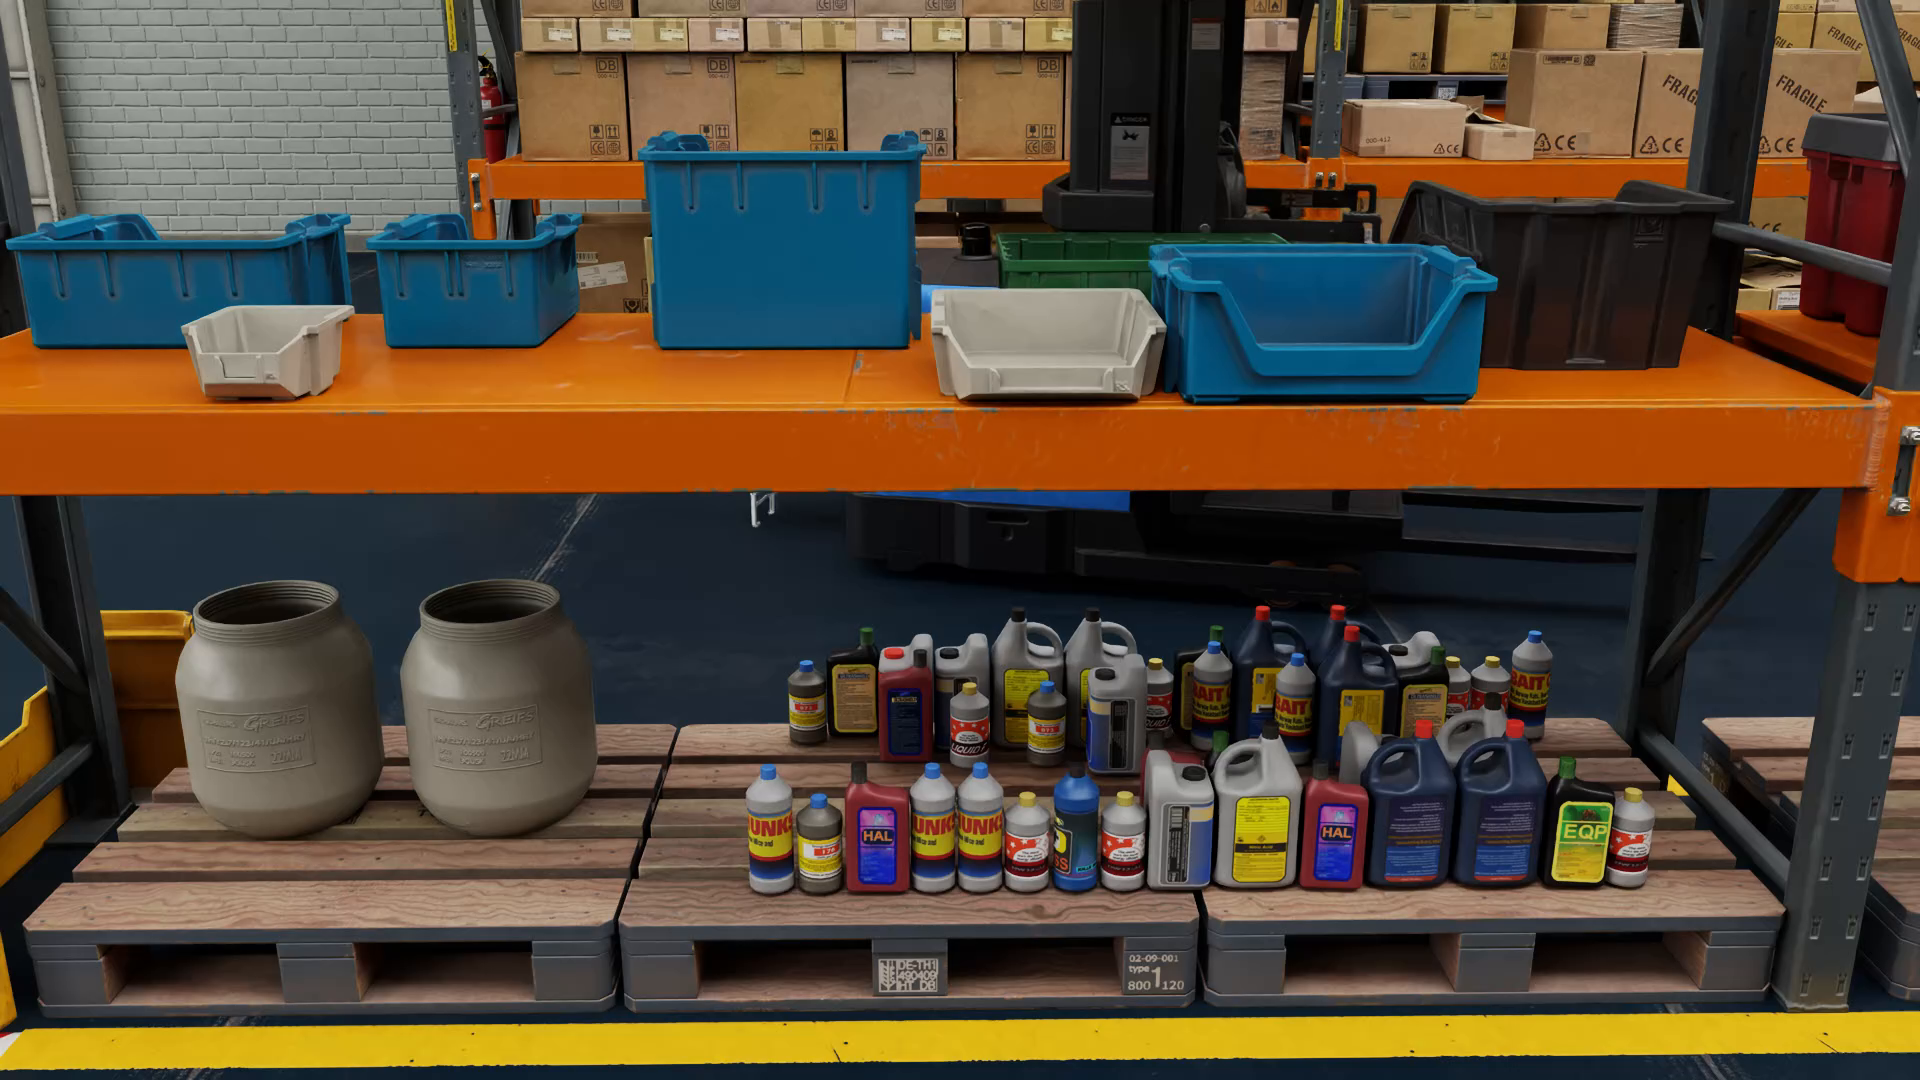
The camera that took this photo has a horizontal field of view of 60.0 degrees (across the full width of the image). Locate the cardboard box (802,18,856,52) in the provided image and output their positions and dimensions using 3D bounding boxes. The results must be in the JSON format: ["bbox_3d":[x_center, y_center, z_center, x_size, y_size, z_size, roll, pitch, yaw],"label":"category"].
[{"bbox_3d":[-0.609,-2.387,7.851,0.250,0.149,0.380,-1,18,-2],"label":"cardboard box"}]

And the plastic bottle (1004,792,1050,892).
[{"bbox_3d":[0.142,0.633,3.526,0.097,0.201,0.097,0,18,0],"label":"plastic bottle"}]

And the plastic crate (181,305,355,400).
[{"bbox_3d":[-1.318,-0.355,3.175,0.250,0.136,0.298,0,18,-1],"label":"plastic crate"}]

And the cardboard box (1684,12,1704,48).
[{"bbox_3d":[6.093,-3.920,13.174,0.500,0.500,0.500,0,18,-1],"label":"cardboard box"}]

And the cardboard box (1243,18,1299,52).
[{"bbox_3d":[1.439,-2.396,7.881,0.250,0.149,0.380,0,18,-1],"label":"cardboard box"}]

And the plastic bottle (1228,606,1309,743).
[{"bbox_3d":[0.779,0.336,4.205,0.185,0.351,0.144,-1,18,-3],"label":"plastic bottle"}]

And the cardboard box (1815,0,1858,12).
[{"bbox_3d":[6.620,-4.121,12.572,0.500,0.250,0.500,-1,18,-2],"label":"cardboard box"}]

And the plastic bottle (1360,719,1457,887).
[{"bbox_3d":[0.951,0.550,3.538,0.185,0.351,0.144,-1,18,-4],"label":"plastic bottle"}]

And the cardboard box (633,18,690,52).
[{"bbox_3d":[-1.383,-2.383,7.839,0.250,0.149,0.380,0,18,-1],"label":"cardboard box"}]

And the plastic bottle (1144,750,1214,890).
[{"bbox_3d":[0.465,0.587,3.546,0.135,0.276,0.152,0,18,0],"label":"plastic bottle"}]

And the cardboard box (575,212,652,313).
[{"bbox_3d":[-1.761,-1.428,8.676,0.500,0.500,0.500,0,18,-1],"label":"cardboard box"}]

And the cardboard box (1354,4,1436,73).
[{"bbox_3d":[3.352,-3.882,12.854,0.500,0.500,0.700,2,18,7],"label":"cardboard box"}]

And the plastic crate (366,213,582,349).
[{"bbox_3d":[-1.073,-0.599,3.747,0.408,0.251,0.499,0,18,-1],"label":"plastic crate"}]

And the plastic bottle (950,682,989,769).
[{"bbox_3d":[0.024,0.450,4.094,0.097,0.201,0.097,0,18,0],"label":"plastic bottle"}]

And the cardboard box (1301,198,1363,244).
[{"bbox_3d":[2.877,-2.665,13.317,0.500,0.500,0.700,-1,18,-2],"label":"cardboard box"}]

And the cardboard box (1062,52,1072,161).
[{"bbox_3d":[0.737,-2.145,8.161,0.500,0.500,0.700,0,18,-1],"label":"cardboard box"}]

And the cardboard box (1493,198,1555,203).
[{"bbox_3d":[4.389,-2.672,13.337,0.500,0.500,0.700,0,18,-1],"label":"cardboard box"}]

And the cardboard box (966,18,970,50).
[{"bbox_3d":[0.147,-2.513,8.246,0.250,0.149,0.380,-1,18,-2],"label":"cardboard box"}]

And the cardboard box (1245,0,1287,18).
[{"bbox_3d":[1.264,-2.768,7.977,0.500,0.500,0.700,0,18,-1],"label":"cardboard box"}]

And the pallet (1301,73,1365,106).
[{"bbox_3d":[2.392,-3.487,12.822,1.213,0.211,1.003,0,18,-1],"label":"pallet"}]

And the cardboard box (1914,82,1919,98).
[{"bbox_3d":[7.244,-3.474,12.845,0.250,0.149,0.380,0,18,0],"label":"cardboard box"}]

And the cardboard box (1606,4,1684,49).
[{"bbox_3d":[5.155,-3.890,12.881,0.500,0.500,0.700,-2,18,-7],"label":"cardboard box"}]

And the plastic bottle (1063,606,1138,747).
[{"bbox_3d":[0.354,0.338,4.198,0.185,0.351,0.144,0,18,-1],"label":"plastic bottle"}]

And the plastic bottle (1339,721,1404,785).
[{"bbox_3d":[0.923,0.541,3.690,0.135,0.276,0.152,0,18,-1],"label":"plastic bottle"}]

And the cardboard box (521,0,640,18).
[{"bbox_3d":[-1.772,-2.751,7.925,0.500,0.500,0.700,0,18,-1],"label":"cardboard box"}]

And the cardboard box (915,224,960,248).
[{"bbox_3d":[-0.253,-1.276,8.201,0.500,0.500,0.500,0,18,-1],"label":"cardboard box"}]

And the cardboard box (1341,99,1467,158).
[{"bbox_3d":[2.199,-2.051,8.275,0.500,0.250,0.500,1,18,3],"label":"cardboard box"}]

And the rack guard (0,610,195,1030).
[{"bbox_3d":[-2.142,0.601,3.855,0.348,0.500,1.175,0,18,-1],"label":"rack guard"}]

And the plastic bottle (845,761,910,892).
[{"bbox_3d":[-0.173,0.601,3.491,0.133,0.283,0.061,0,18,0],"label":"plastic bottle"}]

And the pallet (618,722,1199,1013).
[{"bbox_3d":[-0.113,0.731,3.922,1.213,0.211,1.003,0,18,-1],"label":"pallet"}]

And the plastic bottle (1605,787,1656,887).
[{"bbox_3d":[1.424,0.626,3.545,0.097,0.201,0.097,0,18,0],"label":"plastic bottle"}]

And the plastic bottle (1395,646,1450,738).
[{"bbox_3d":[1.136,0.400,4.115,0.133,0.283,0.061,0,18,-1],"label":"plastic bottle"}]

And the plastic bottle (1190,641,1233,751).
[{"bbox_3d":[0.633,0.386,4.179,0.097,0.271,0.097,0,18,0],"label":"plastic bottle"}]

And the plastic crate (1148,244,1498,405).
[{"bbox_3d":[0.680,-0.435,3.235,0.616,0.251,0.499,0,18,-1],"label":"plastic crate"}]

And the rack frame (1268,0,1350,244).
[{"bbox_3d":[1.707,-2.106,8.203,0.127,3.000,1.000,0,18,-1],"label":"rack frame"}]

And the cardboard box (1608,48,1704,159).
[{"bbox_3d":[3.503,-2.158,8.200,0.500,0.500,0.500,0,18,-1],"label":"cardboard box"}]

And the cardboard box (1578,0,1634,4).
[{"bbox_3d":[4.959,-4.188,12.746,0.250,0.149,0.380,-3,18,-10],"label":"cardboard box"}]

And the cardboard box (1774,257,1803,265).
[{"bbox_3d":[4.653,-1.366,8.789,0.500,0.311,0.500,-1,18,-2],"label":"cardboard box"}]

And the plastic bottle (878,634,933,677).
[{"bbox_3d":[-0.136,0.378,4.199,0.135,0.276,0.152,0,18,0],"label":"plastic bottle"}]

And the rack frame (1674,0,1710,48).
[{"bbox_3d":[5.625,-3.639,12.980,0.127,3.000,1.000,0,18,-1],"label":"rack frame"}]

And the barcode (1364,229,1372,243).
[{"bbox_3d":[1.969,-1.457,7.979,0.075,0.075,0.001,0,18,-1],"label":"barcode"}]

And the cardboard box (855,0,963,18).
[{"bbox_3d":[-0.242,-2.760,7.955,0.500,0.500,0.700,0,18,-1],"label":"cardboard box"}]

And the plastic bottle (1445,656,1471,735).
[{"bbox_3d":[1.253,0.398,4.257,0.097,0.201,0.097,0,18,0],"label":"plastic bottle"}]

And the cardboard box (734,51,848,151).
[{"bbox_3d":[-0.804,-2.138,8.137,0.500,0.500,0.700,0,18,0],"label":"cardboard box"}]

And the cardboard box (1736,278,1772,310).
[{"bbox_3d":[3.662,-1.198,8.267,0.500,0.311,0.500,0,18,1],"label":"cardboard box"}]

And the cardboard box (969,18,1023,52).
[{"bbox_3d":[0.169,-2.391,7.863,0.250,0.149,0.380,0,18,1],"label":"cardboard box"}]

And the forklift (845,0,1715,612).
[{"bbox_3d":[1.150,-1.321,5.867,3.031,2.935,1.130,4,18,12],"label":"forklift"}]

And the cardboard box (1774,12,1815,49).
[{"bbox_3d":[6.115,-3.762,12.680,0.500,0.500,0.500,0,18,1],"label":"cardboard box"}]

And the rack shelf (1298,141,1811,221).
[{"bbox_3d":[3.707,-1.774,8.343,4.000,0.370,1.077,0,18,-1],"label":"rack shelf"}]

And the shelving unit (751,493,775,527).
[{"bbox_3d":[-0.567,-0.642,6.586,0.503,1.200,0.258,4,18,12],"label":"shelving unit"}]

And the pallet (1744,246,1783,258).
[{"bbox_3d":[6.414,-2.292,13.346,1.213,0.211,1.003,0,18,-1],"label":"pallet"}]
